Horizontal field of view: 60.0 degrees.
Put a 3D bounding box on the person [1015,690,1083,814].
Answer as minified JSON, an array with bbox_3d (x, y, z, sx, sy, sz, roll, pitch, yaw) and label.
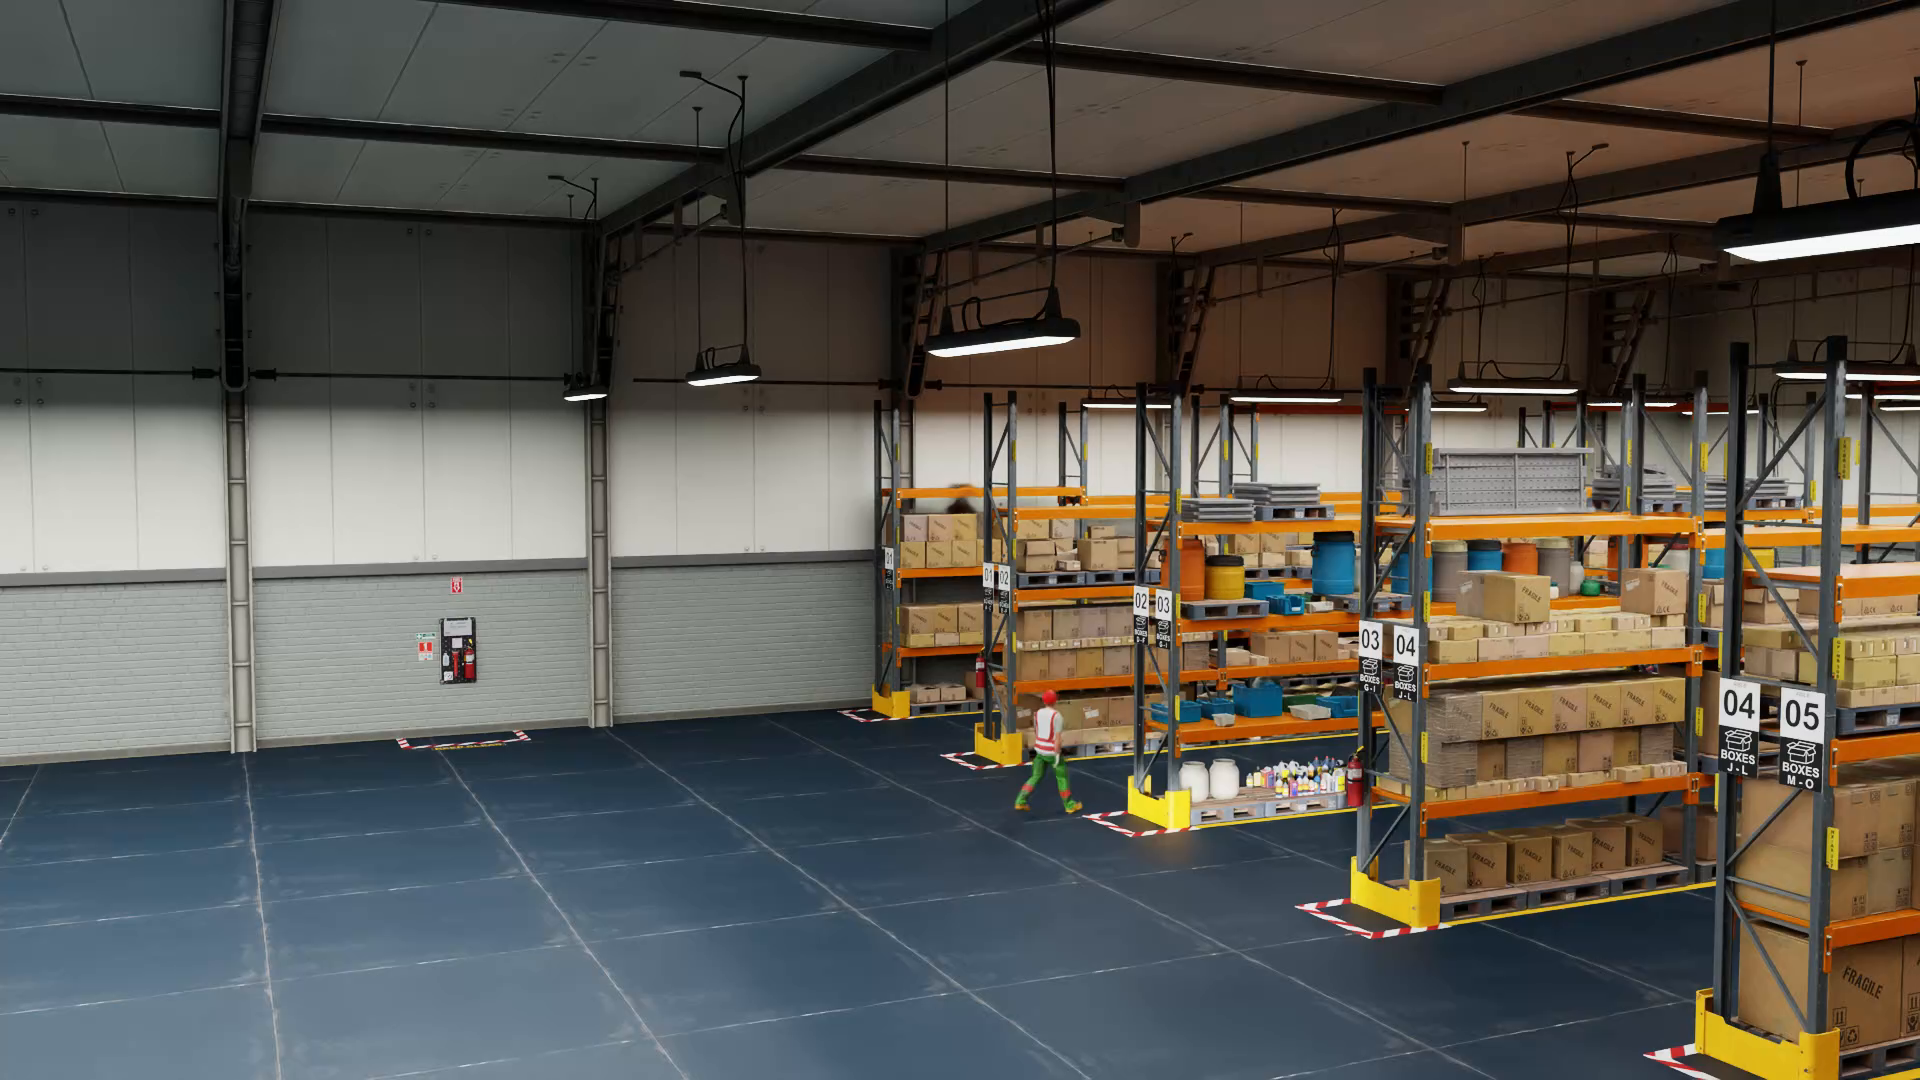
[{"bbox_3d":[1.253,2.948,23.127,1.045,1.758,0.620,-2,4,-32],"label":"person"}]

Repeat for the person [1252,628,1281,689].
[{"bbox_3d":[5.897,2.506,31.824,0.982,1.649,0.498,-2,4,-24],"label":"person"}]
